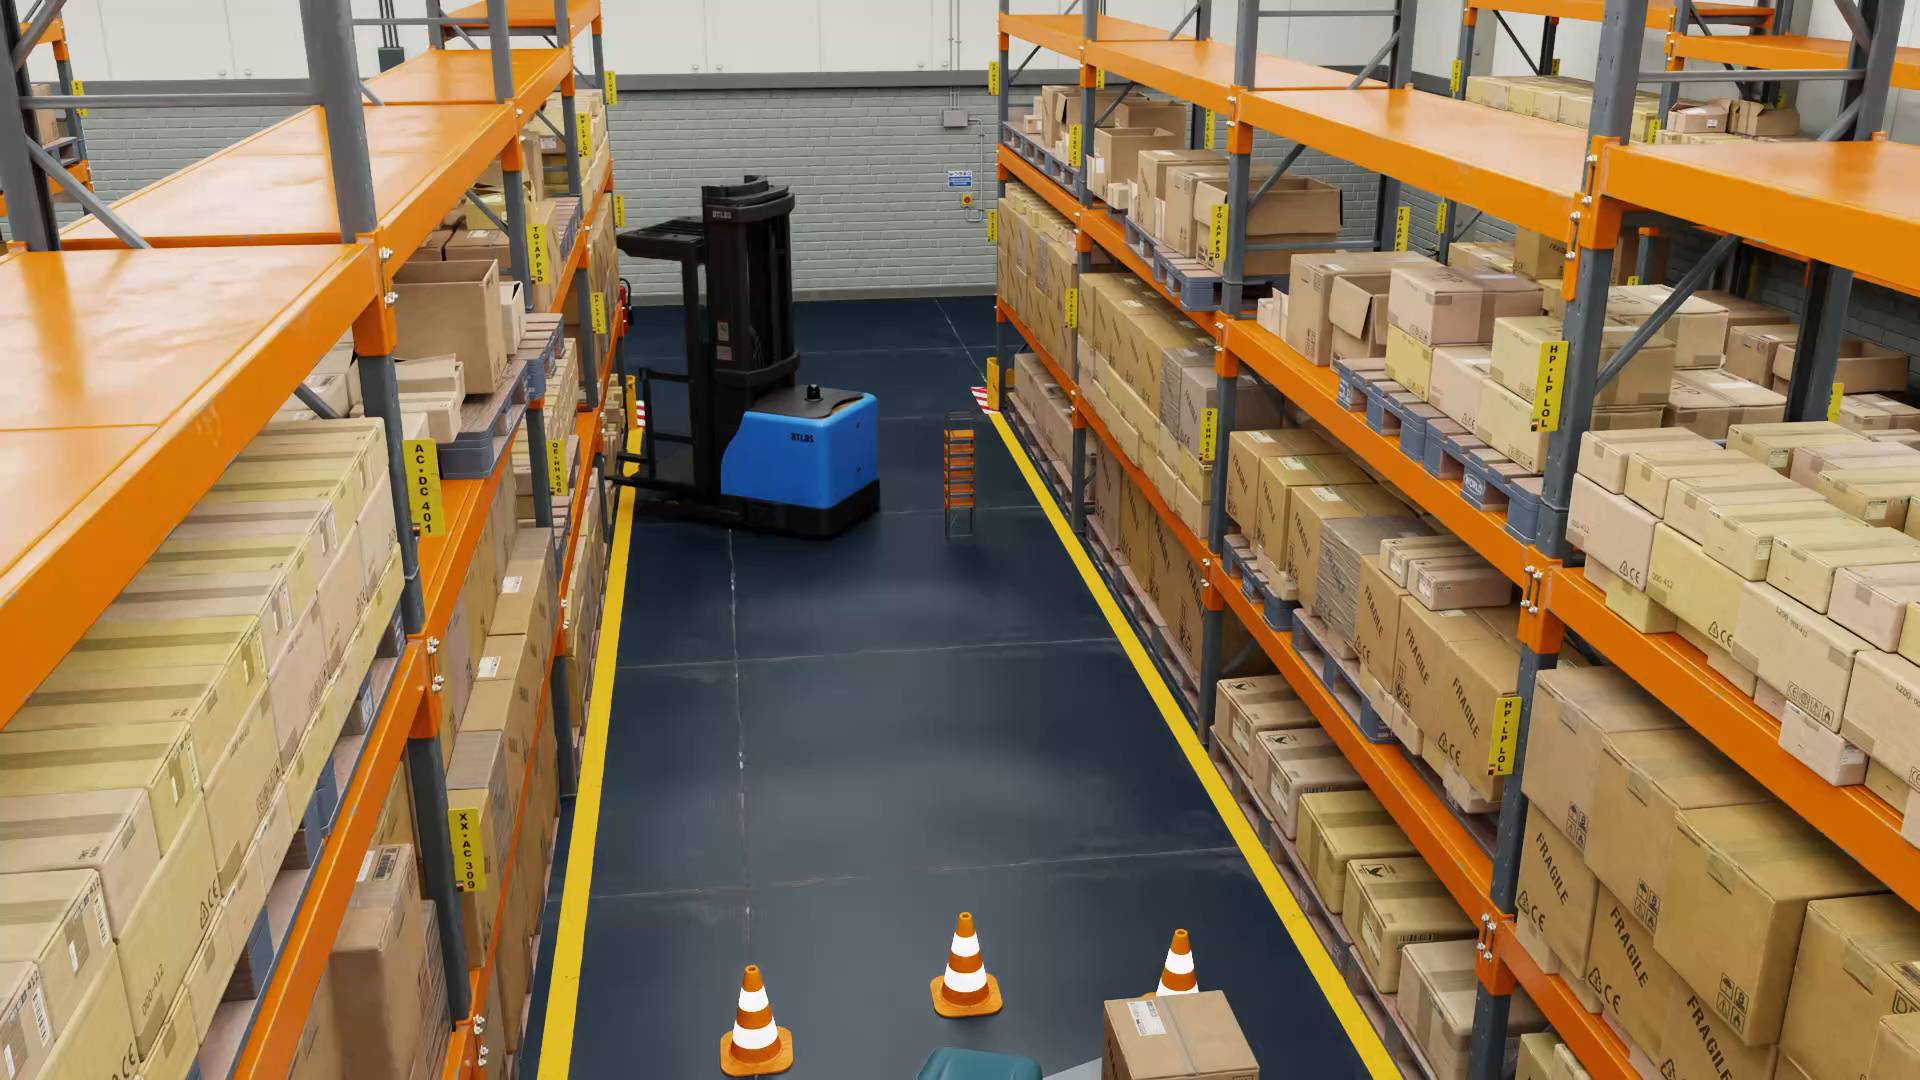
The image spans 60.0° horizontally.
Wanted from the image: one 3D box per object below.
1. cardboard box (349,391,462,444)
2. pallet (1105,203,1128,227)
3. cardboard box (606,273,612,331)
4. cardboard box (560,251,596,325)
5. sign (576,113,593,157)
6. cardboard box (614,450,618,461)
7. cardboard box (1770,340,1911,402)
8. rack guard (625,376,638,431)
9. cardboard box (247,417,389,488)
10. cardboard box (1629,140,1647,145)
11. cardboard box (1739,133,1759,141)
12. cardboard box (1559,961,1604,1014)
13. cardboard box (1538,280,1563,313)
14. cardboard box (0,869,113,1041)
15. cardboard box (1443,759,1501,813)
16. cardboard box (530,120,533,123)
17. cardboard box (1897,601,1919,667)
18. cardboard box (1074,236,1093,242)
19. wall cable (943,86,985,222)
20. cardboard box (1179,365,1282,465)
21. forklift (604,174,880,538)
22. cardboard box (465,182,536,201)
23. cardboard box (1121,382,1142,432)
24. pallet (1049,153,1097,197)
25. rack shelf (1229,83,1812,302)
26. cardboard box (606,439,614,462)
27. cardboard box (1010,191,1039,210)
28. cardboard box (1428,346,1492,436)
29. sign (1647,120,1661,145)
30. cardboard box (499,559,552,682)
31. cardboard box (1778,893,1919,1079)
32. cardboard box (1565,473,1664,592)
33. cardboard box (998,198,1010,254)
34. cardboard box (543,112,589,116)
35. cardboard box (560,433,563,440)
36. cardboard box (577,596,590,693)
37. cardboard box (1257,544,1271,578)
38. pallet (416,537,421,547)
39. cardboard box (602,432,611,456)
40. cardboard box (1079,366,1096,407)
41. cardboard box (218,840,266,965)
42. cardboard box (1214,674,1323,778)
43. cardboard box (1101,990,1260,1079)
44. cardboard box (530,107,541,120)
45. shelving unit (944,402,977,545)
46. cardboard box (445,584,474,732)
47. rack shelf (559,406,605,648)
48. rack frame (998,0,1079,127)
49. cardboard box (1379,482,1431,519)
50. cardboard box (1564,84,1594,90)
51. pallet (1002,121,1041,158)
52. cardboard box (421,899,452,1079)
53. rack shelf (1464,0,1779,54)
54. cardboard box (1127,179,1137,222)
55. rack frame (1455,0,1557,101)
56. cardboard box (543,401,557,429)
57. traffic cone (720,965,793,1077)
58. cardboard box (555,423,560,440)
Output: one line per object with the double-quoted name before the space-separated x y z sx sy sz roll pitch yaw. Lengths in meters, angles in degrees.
"cardboard box" -2.204 -0.482 6.622 0.380 0.149 0.250 -3 21 -8
"pallet" 1.653 -2.507 12.703 0.805 0.209 1.217 -4 21 -10
"cardboard box" -3.456 -2.124 15.122 0.500 0.500 0.500 -2 21 -5
"cardboard box" -3.236 -2.045 13.482 0.500 0.500 0.500 -2 21 -6
"sign" -2.863 -3.083 12.670 0.100 0.325 0.005 -3 21 -8
"cardboard box" -3.449 -0.851 15.757 0.380 0.149 0.250 -3 21 -7
"cardboard box" 6.541 -1.174 12.400 0.797 0.503 0.637 -3 21 -9
"rack guard" -3.978 -1.410 17.350 1.175 0.500 0.348 -3 21 -8
"cardboard box" -1.891 -0.246 4.852 0.380 0.149 0.250 -3 21 -8
"cardboard box" 6.066 -3.387 14.574 0.500 0.250 0.500 -3 21 -8
"cardboard box" 6.601 -3.243 13.590 0.380 0.149 0.250 -3 21 -7
"cardboard box" 2.441 1.591 6.103 0.380 0.149 0.250 -2 21 -6
"cardboard box" 5.923 -2.338 16.051 0.500 0.250 0.500 -3 21 -8
"cardboard box" -1.523 0.633 2.496 0.380 0.149 0.250 -3 21 -7
"cardboard box" 2.278 1.020 7.032 0.380 0.149 0.250 -3 21 -7
"cardboard box" -4.045 -3.655 15.002 0.500 0.250 0.500 -3 21 -7
"cardboard box" 2.653 0.262 4.235 0.380 0.149 0.250 -3 21 -7
"cardboard box" 1.182 -2.513 14.233 0.380 0.149 0.250 -2 21 -6
"wall cable" 0.059 -5.333 22.786 0.585 1.953 0.123 -3 21 -8
"cardboard box" 1.715 -0.803 10.581 0.500 0.500 0.500 -3 21 -9
"forklift" -2.285 -1.715 14.693 3.031 2.935 1.130 9 22 22
"cardboard box" -2.771 -2.067 10.013 0.396 0.266 0.258 -3 21 -8
"cardboard box" 1.480 -0.974 12.111 0.500 0.250 0.500 -4 21 -9
"pallet" 1.364 -3.154 14.288 1.003 0.211 1.213 -3 21 -8
"rack shelf" 2.337 -1.715 7.622 1.077 0.370 4.000 -3 21 -8
"cardboard box" -3.370 -0.811 15.223 0.380 0.149 0.250 -3 21 -8
"cardboard box" 0.705 -3.391 16.583 0.380 0.149 0.250 -2 21 -6
"cardboard box" 2.329 -0.639 7.041 0.500 0.250 0.500 -3 21 -7
"sign" 5.847 -3.376 14.016 0.100 0.325 0.005 -3 21 -8
"cardboard box" -2.434 0.431 8.706 0.500 0.500 0.500 -3 21 -8
"cardboard box" 2.736 1.301 4.523 0.700 0.500 0.500 -3 21 -8
"cardboard box" 2.417 -0.045 5.626 0.500 0.250 0.500 -3 21 -9
"cardboard box" 0.682 -3.226 17.070 0.500 0.500 0.500 -3 21 -9
"cardboard box" -3.356 -3.549 14.147 0.380 0.149 0.250 -2 21 -5
"cardboard box" -2.929 -0.630 11.450 0.380 0.149 0.250 -4 21 -10
"cardboard box" -2.761 0.705 11.087 0.500 0.500 0.500 -3 21 -7
"cardboard box" 1.913 0.118 9.447 0.380 0.149 0.250 -4 21 -11
"pallet" -2.440 -0.083 6.211 0.805 0.209 1.217 -4 21 -10
"cardboard box" -3.339 -0.857 14.921 0.380 0.149 0.250 -2 21 -7
"cardboard box" 1.274 -1.271 13.620 0.500 0.250 0.500 -3 21 -9
"cardboard box" -1.634 0.742 3.346 0.380 0.149 0.250 -3 21 -7
"cardboard box" 2.120 1.109 10.191 0.950 0.372 0.625 -4 21 -11
"cardboard box" 0.868 2.179 6.658 0.500 0.500 0.500 -3 21 -8
"cardboard box" -4.005 -3.884 15.047 0.380 0.149 0.250 -2 21 -6
"shelving unit" 0.002 -0.557 14.067 0.258 1.200 0.189 -3 21 -8
"cardboard box" -2.485 0.508 7.072 0.700 0.500 0.500 -3 21 -7
"rack shelf" -3.124 -0.193 11.547 1.077 0.370 4.000 -3 21 -8
"rack frame" 0.895 -5.702 16.696 1.000 3.000 0.127 -3 21 -8
"cardboard box" 2.548 -0.008 8.857 0.500 0.500 0.500 -4 21 -11
"cardboard box" 6.306 -4.354 16.448 0.500 0.250 0.500 -3 21 -7
"pallet" 1.012 -3.999 16.550 1.003 0.211 1.213 -3 21 -8
"cardboard box" -2.194 1.605 5.493 0.875 0.550 0.550 -3 21 -8
"rack shelf" 6.095 -4.923 15.642 1.077 0.370 4.000 -3 21 -8
"cardboard box" 1.389 -2.396 11.722 0.396 0.266 0.258 -1 21 -3
"rack frame" 5.806 -5.954 17.370 1.000 3.000 0.127 -3 21 -8
"cardboard box" -2.901 -0.820 11.107 0.380 0.149 0.250 -2 21 -6
"traffic cone" -0.958 2.196 7.750 0.336 0.463 0.334 -3 21 -8
"cardboard box" -2.893 -0.679 11.155 0.380 0.149 0.250 -3 21 -8
